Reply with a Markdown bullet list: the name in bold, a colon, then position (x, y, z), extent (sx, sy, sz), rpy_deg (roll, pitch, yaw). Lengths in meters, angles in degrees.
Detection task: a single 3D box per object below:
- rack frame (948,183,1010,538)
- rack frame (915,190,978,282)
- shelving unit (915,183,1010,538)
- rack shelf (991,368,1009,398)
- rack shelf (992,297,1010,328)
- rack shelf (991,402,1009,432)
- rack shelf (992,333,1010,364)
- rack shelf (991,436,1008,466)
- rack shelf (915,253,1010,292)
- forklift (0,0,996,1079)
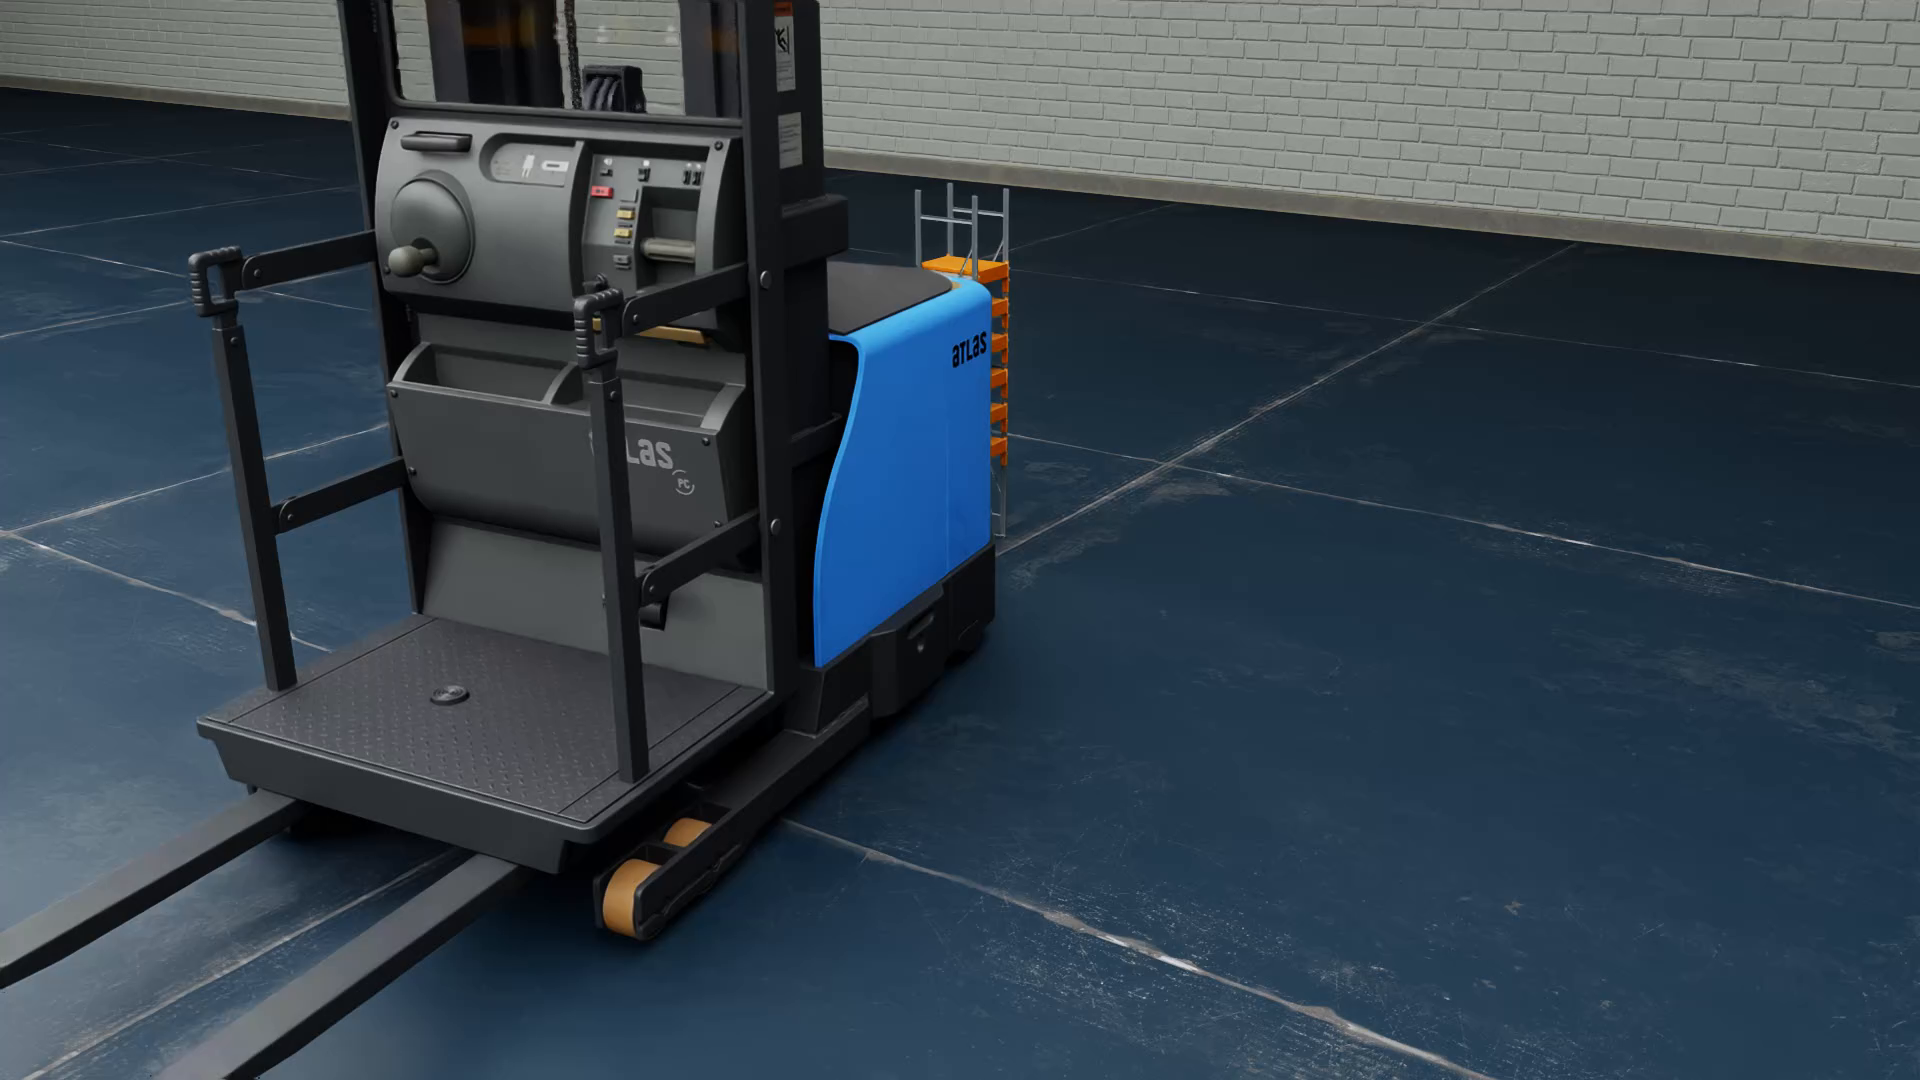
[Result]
- **rack frame**: position (0.060, -0.593, 5.639), extent (0.240, 1.200, 0.006), rpy_deg (13, 24, 32)
- **rack frame**: position (-0.043, -0.541, 5.497), extent (0.240, 1.200, 0.006), rpy_deg (13, 24, 32)
- **shelving unit**: position (0.008, -0.567, 5.568), extent (0.258, 1.200, 0.189), rpy_deg (13, 24, 32)
- **rack shelf**: position (0.008, -0.525, 5.583), extent (0.258, 0.103, 0.180), rpy_deg (13, 24, 32)
- **rack shelf**: position (0.008, -0.750, 5.500), extent (0.258, 0.103, 0.180), rpy_deg (13, 24, 32)
- **rack shelf**: position (0.008, -0.413, 5.625), extent (0.258, 0.103, 0.180), rpy_deg (13, 24, 32)
- **rack shelf**: position (0.008, -0.638, 5.542), extent (0.258, 0.103, 0.180), rpy_deg (13, 24, 32)
- **rack shelf**: position (0.008, -0.300, 5.667), extent (0.258, 0.103, 0.180), rpy_deg (13, 24, 32)
- **rack shelf**: position (0.008, -0.863, 5.459), extent (0.258, 0.103, 0.180), rpy_deg (13, 24, 32)
- **forklift**: position (-0.996, -0.708, 3.455), extent (1.130, 2.935, 3.031), rpy_deg (10, 22, 24)
